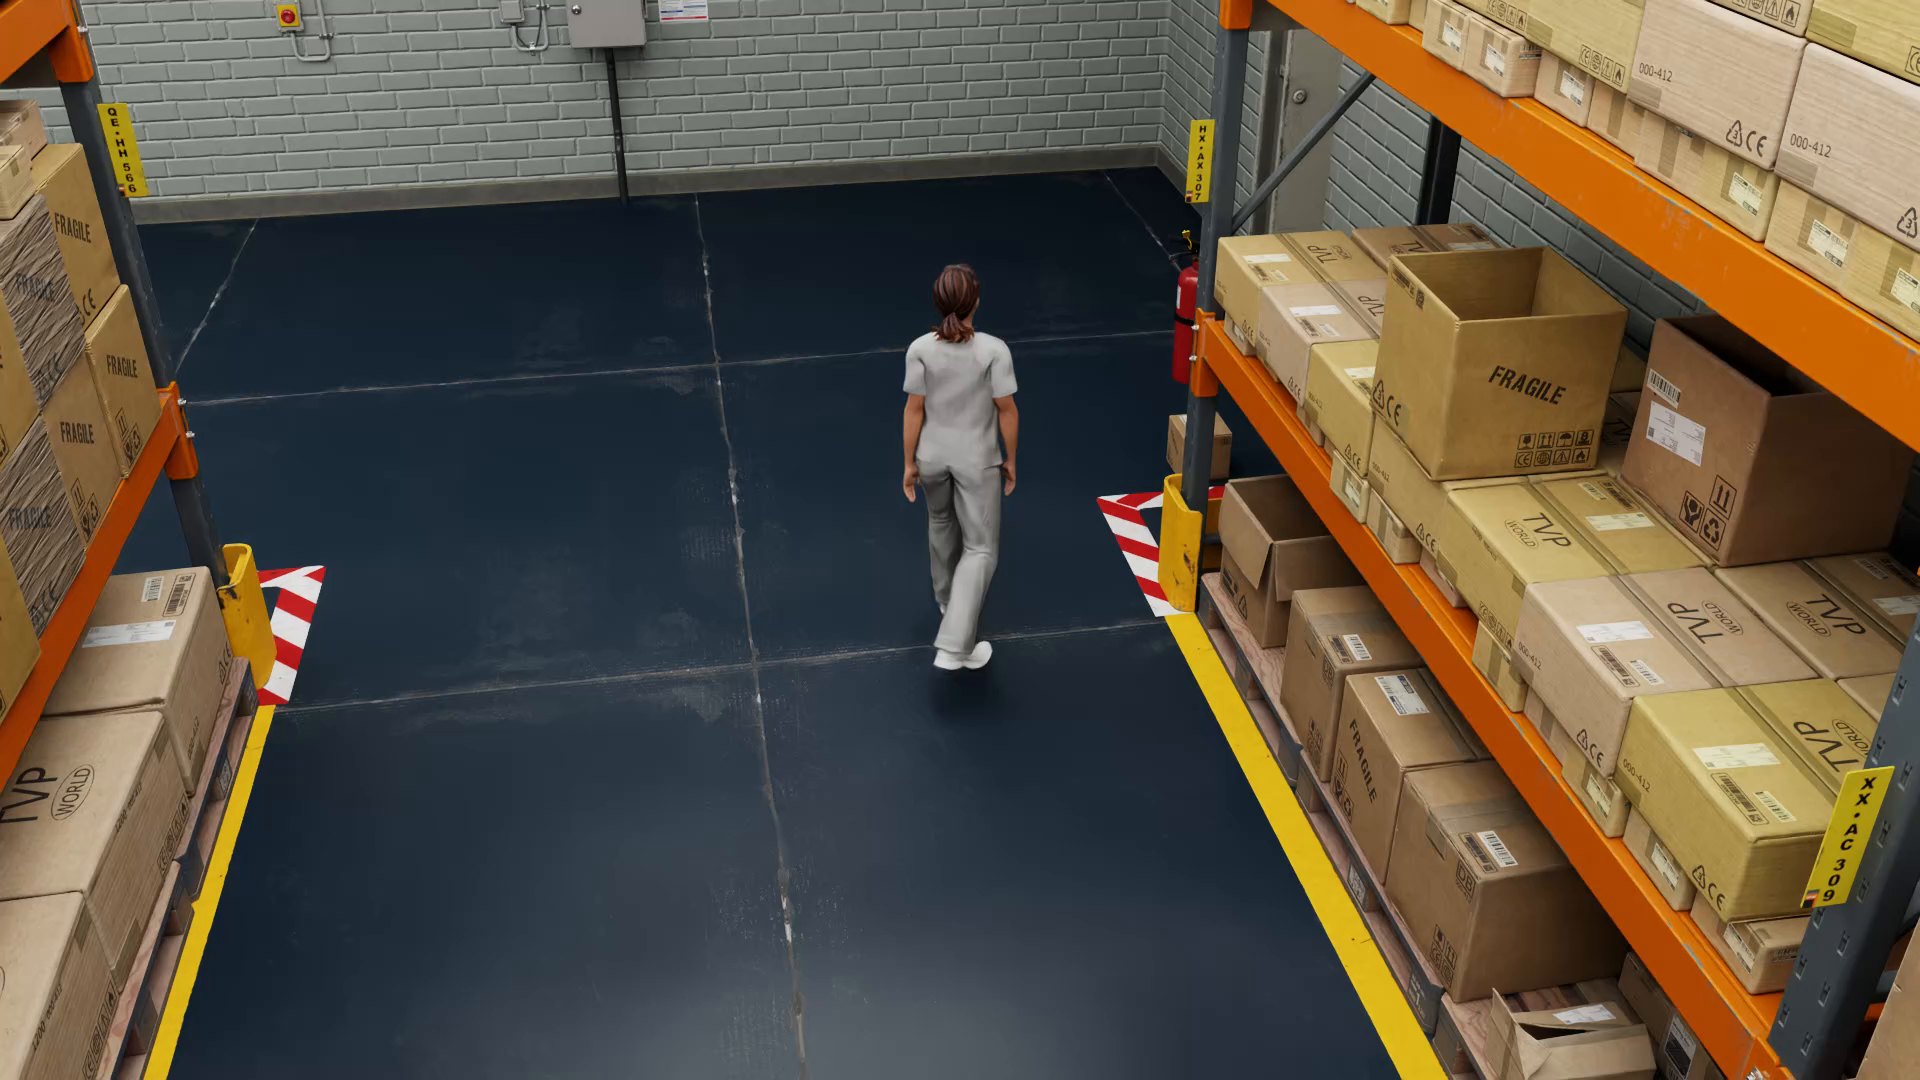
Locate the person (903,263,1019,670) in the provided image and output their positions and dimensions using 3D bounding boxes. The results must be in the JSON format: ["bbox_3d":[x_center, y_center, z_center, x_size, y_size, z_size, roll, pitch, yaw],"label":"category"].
[{"bbox_3d":[-0.006,-0.288,6.630,0.451,1.643,0.890,8,32,14],"label":"person"}]
